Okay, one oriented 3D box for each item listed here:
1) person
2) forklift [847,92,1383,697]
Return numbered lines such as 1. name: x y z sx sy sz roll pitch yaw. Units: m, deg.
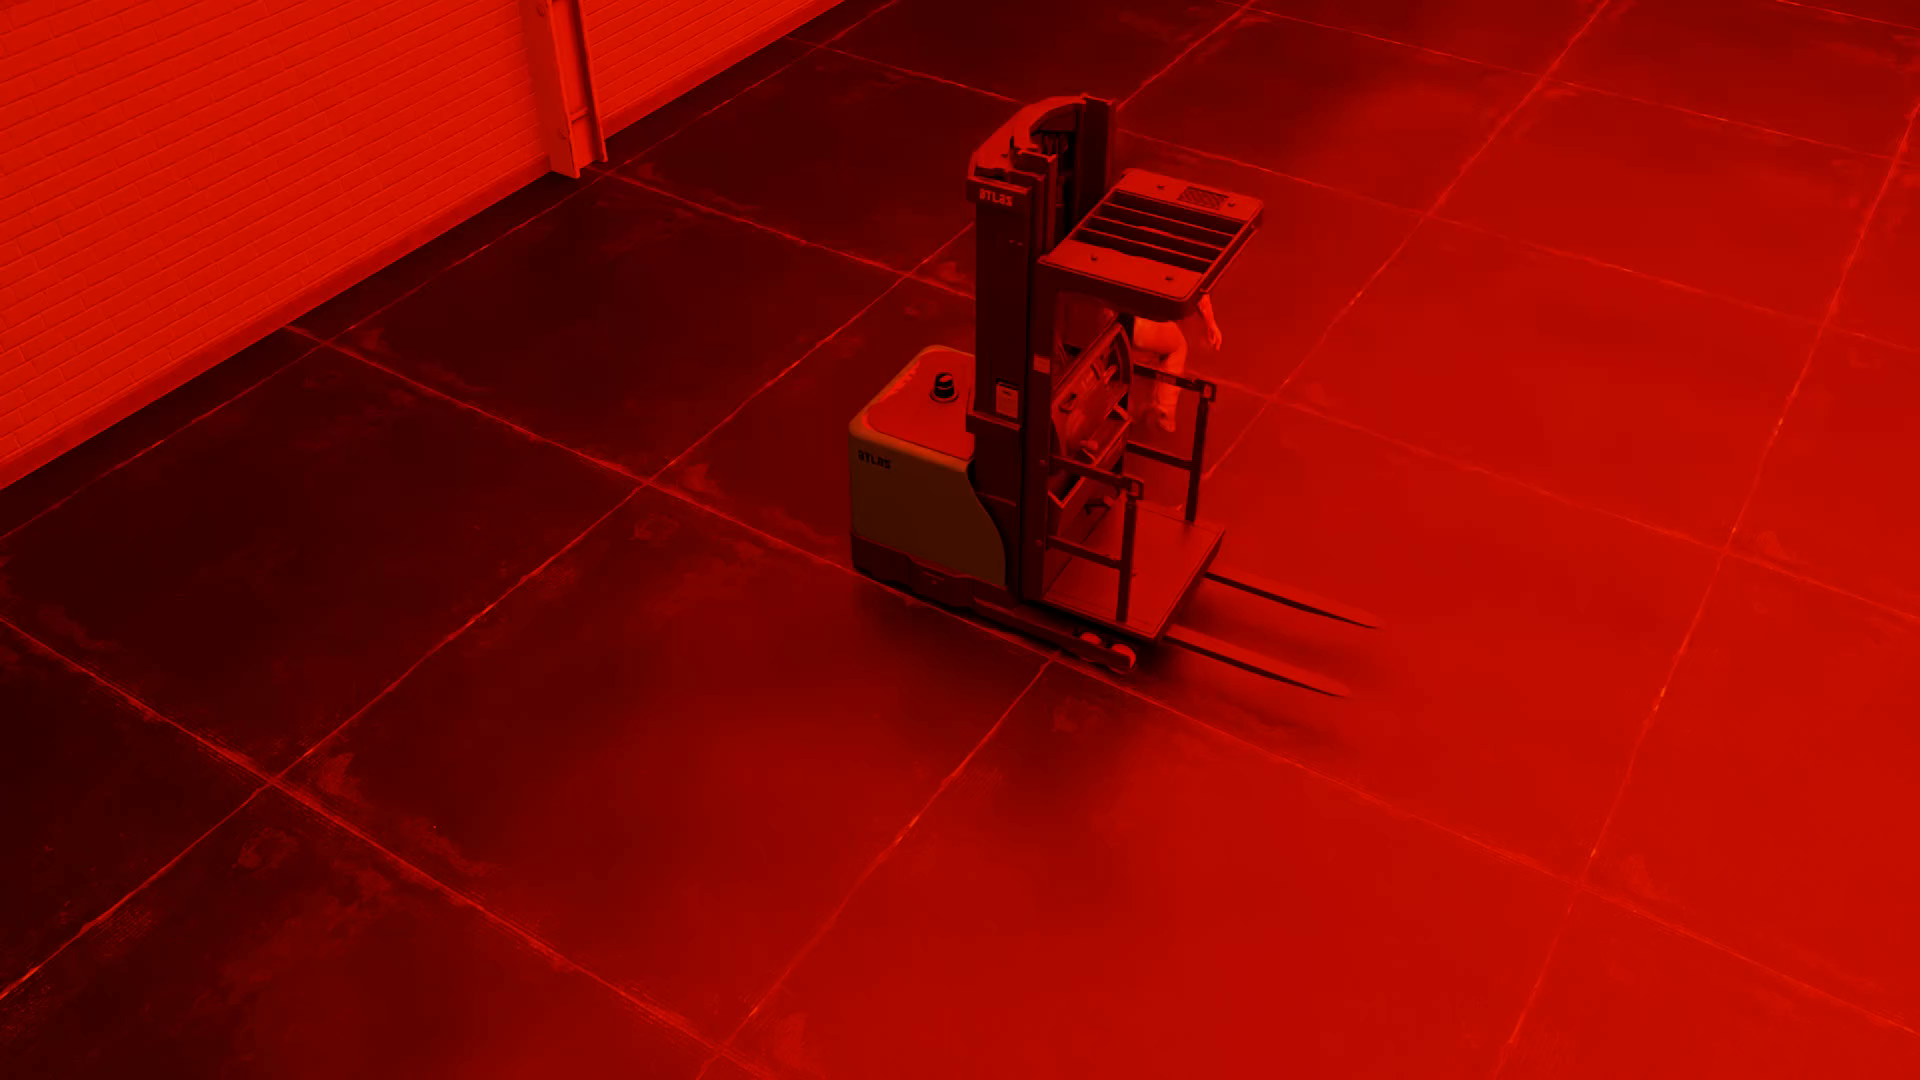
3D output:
1. person: 1.219 -1.432 10.792 1.003 1.629 0.503 10 41 11
2. forklift: 0.892 -0.764 8.869 3.031 2.935 1.130 19 44 21
